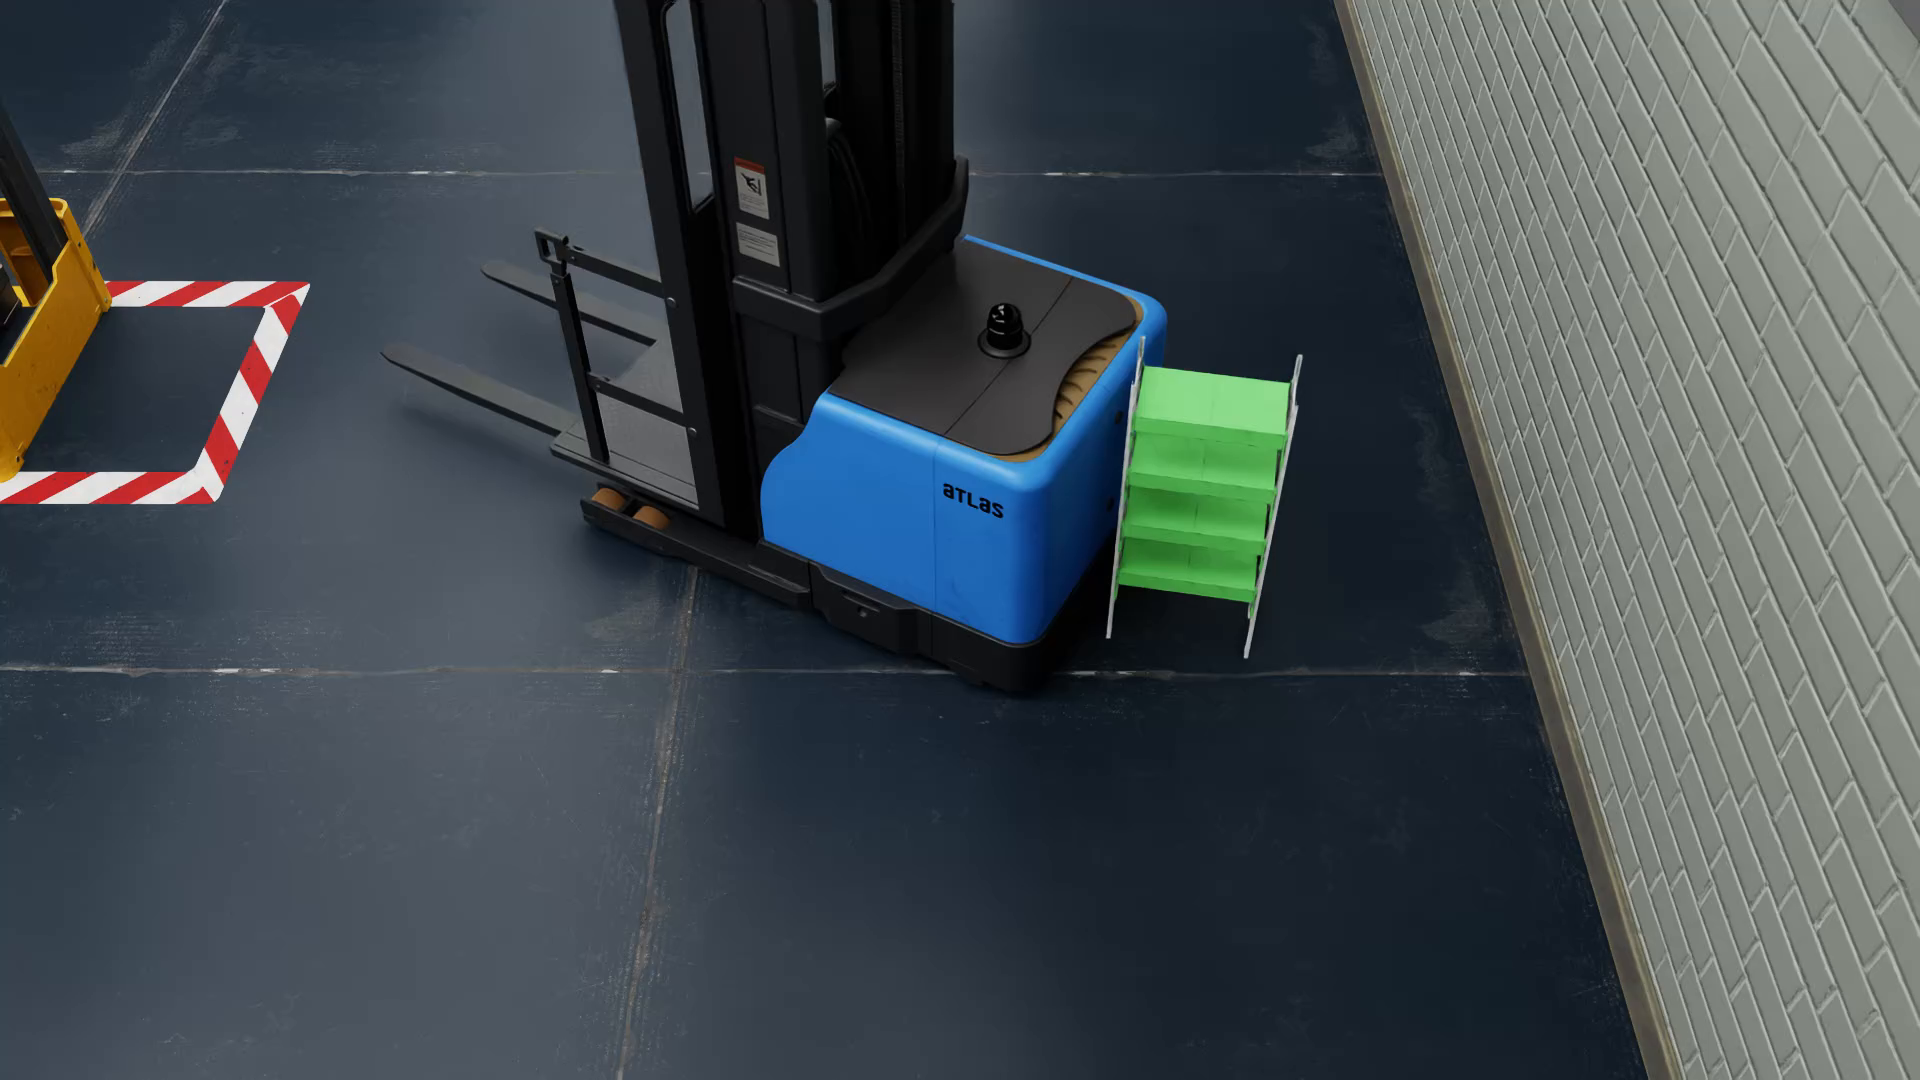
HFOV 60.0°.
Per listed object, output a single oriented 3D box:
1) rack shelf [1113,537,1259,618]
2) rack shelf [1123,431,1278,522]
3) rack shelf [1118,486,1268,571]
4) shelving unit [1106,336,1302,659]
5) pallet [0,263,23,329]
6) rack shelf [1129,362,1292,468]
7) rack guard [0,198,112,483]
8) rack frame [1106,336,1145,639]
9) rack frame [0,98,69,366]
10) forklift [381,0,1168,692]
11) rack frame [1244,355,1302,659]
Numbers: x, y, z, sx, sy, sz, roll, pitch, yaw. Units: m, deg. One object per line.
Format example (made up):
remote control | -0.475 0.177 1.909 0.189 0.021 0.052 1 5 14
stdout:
rack shelf | 0.790 0.096 5.756 0.480 0.148 0.258 8 48 7
rack shelf | 0.790 -0.231 5.404 0.480 0.148 0.258 8 48 7
rack shelf | 0.790 -0.067 5.580 0.480 0.148 0.258 8 48 7
shelving unit | 0.790 -0.111 5.533 0.503 1.200 0.258 8 48 7
pallet | -4.661 -0.746 6.800 1.213 0.211 1.003 0 47 0
rack shelf | 0.790 -0.394 5.229 0.480 0.148 0.258 8 48 7
rack guard | -3.849 -0.816 6.668 0.348 0.500 1.175 0 47 0
rack frame | 0.550 -0.144 5.564 0.015 1.200 0.240 8 48 7
rack frame | -3.773 -1.667 5.753 0.127 3.000 1.000 0 47 0
forklift | -0.834 -1.276 5.436 3.031 2.935 1.130 22 51 19
rack frame | 1.029 -0.077 5.502 0.015 1.200 0.240 8 48 7
